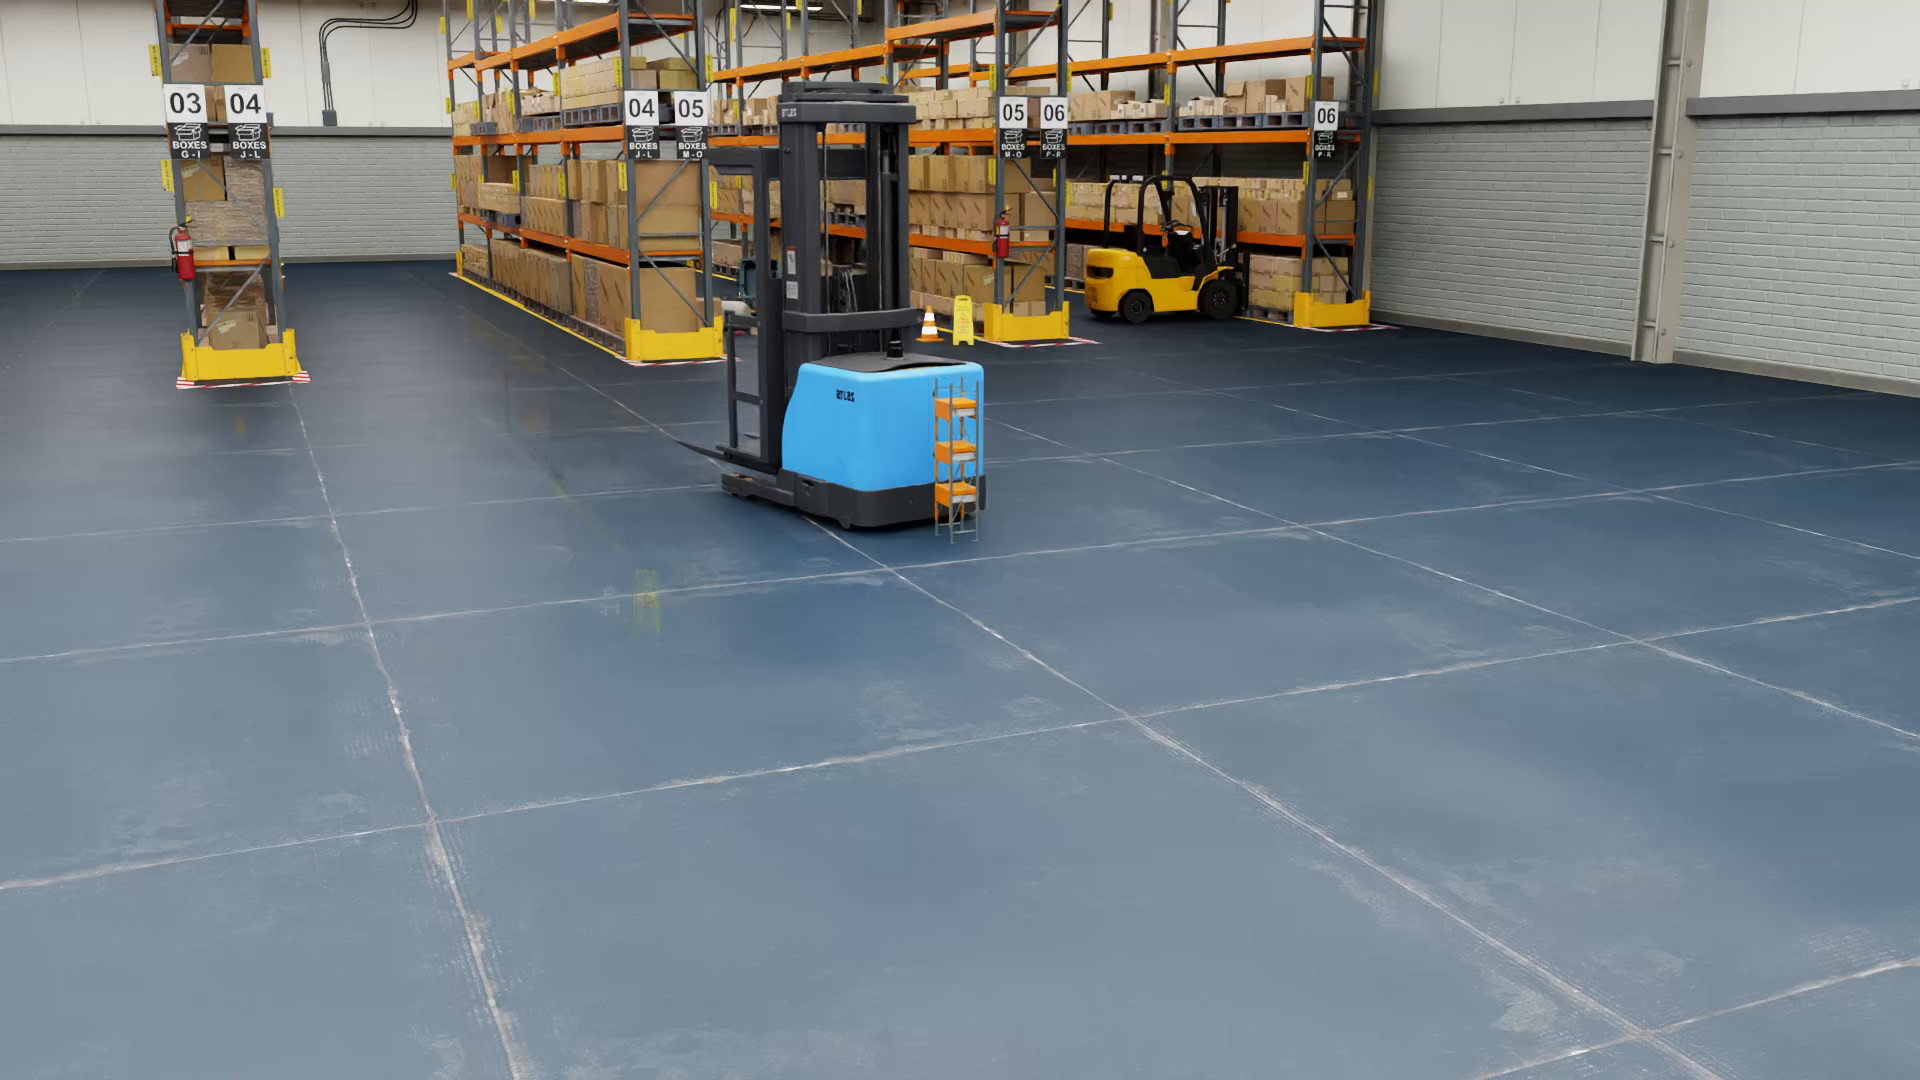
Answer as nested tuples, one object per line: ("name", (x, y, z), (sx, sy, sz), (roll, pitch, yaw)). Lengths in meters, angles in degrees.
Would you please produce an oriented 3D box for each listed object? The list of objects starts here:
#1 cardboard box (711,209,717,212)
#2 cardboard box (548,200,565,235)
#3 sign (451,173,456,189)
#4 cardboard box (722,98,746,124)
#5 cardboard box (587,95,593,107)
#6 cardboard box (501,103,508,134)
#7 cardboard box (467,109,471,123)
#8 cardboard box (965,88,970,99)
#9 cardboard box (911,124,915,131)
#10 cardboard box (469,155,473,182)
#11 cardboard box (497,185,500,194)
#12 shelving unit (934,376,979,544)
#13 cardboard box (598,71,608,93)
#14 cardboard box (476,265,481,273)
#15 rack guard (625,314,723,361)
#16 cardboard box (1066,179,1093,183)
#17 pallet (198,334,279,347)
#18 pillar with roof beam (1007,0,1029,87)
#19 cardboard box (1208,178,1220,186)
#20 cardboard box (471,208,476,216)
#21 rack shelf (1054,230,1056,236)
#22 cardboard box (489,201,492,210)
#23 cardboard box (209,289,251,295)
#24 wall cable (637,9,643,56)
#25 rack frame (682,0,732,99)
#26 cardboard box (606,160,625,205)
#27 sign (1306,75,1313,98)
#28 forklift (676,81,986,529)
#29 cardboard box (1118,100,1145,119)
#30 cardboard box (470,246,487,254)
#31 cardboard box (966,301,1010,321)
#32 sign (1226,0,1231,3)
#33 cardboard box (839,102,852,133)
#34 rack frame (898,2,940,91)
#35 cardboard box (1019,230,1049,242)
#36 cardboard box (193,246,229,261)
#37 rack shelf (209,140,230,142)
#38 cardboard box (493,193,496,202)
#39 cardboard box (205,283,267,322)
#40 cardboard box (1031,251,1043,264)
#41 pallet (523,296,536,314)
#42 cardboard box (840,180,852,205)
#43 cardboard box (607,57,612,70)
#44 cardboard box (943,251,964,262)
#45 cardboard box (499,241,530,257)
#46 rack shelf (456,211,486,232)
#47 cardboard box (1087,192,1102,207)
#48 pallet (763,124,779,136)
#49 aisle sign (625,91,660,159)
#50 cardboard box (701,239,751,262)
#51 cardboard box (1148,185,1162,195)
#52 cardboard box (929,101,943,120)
("cardboard box", (-4.905, -7.123, 34.772), (0.500, 0.500, 0.500), (-5, 14, -21))
("cardboard box", (-5.810, -4.800, 24.734), (0.500, 0.500, 0.500), (-6, 14, -24))
("sign", (-10.458, -7.415, 34.335), (0.100, 0.325, 0.005), (-6, 14, -23))
("cardboard box", (-4.433, -8.724, 33.879), (0.797, 0.503, 0.637), (-4, 14, -19))
("cardboard box", (-4.605, -5.682, 21.519), (0.380, 0.149, 0.250), (-5, 14, -22))
("cardboard box", (-7.430, -7.097, 28.005), (0.500, 0.500, 0.500), (-6, 14, -23))
("cardboard box", (-9.187, -8.136, 31.941), (0.500, 0.250, 0.500), (-5, 14, -21))
("cardboard box", (0.296, -6.140, 22.883), (0.380, 0.149, 0.250), (-6, 14, -23))
("cardboard box", (-0.504, -6.183, 24.837), (0.380, 0.149, 0.250), (-6, 14, -23))
("cardboard box", (-9.198, -7.182, 32.152), (0.500, 0.500, 0.500), (-5, 14, -21))
("cardboard box", (-7.686, -5.982, 28.371), (0.380, 0.149, 0.250), (-5, 14, -21))
("shelving unit", (-0.021, -0.523, 10.799), (0.215, 1.050, 0.252), (-6, 14, -23))
("cardboard box", (-4.203, -5.702, 20.723), (0.500, 0.250, 0.500), (-6, 14, -23))
("cardboard box", (-9.242, -5.295, 32.489), (0.380, 0.149, 0.250), (-6, 14, -23))
("rack guard", (-3.542, -2.514, 20.622), (1.175, 0.500, 0.348), (-6, 14, -23))
("cardboard box", (2.223, -6.680, 31.927), (0.500, 0.500, 0.500), (-5, 14, -20))
("pallet", (-8.945, -2.389, 20.725), (1.003, 0.211, 1.213), (-6, 14, -23))
("pillar with roof beam", (-2.714, -9.892, 33.653), (9.100, 9.000, 0.400), (-6, 14, -23))
("cardboard box", (4.180, -5.686, 26.463), (0.380, 0.149, 0.250), (-6, 14, -24))
("cardboard box", (-9.379, -6.448, 32.633), (0.380, 0.149, 0.250), (-5, 14, -22))
("rack shelf", (1.485, -6.369, 33.332), (1.077, 0.370, 4.000), (-6, 14, -23))
("cardboard box", (-8.094, -5.906, 29.360), (0.380, 0.149, 0.250), (-6, 14, -24))
("cardboard box", (-9.615, -3.036, 21.949), (0.500, 0.500, 0.500), (-6, 14, -25))
("wall cable", (-8.002, -11.583, 40.958), (0.463, 3.000, 0.029), (-6, 14, -23))
("rack frame", (-5.465, -10.433, 35.990), (1.000, 3.000, 0.127), (-6, 14, -23))
("cardboard box", (-3.969, -4.521, 21.024), (0.875, 0.550, 0.550), (-6, 14, -23))
("sign", (4.988, -6.462, 23.696), (0.100, 0.325, 0.005), (-6, 14, -23))
("forklift", (-1.106, -1.778, 12.051), (1.130, 2.935, 3.031), (-10, 16, -36))
("cardboard box", (3.067, -7.437, 28.744), (0.500, 0.311, 0.500), (-6, 14, -25))
("cardboard box", (-9.682, -5.855, 33.588), (0.380, 0.149, 0.250), (-6, 14, -26))
("cardboard box", (0.364, -3.217, 23.284), (0.500, 0.250, 0.500), (-6, 14, -23))
("sign", (4.406, -8.980, 27.290), (0.100, 0.325, 0.005), (-6, 14, -23))
("cardboard box", (-1.624, -7.056, 27.825), (0.797, 0.503, 0.637), (-6, 14, -23))
("rack frame", (-0.919, -10.882, 37.930), (1.000, 3.000, 0.127), (-6, 14, -23))
("cardboard box", (0.997, -4.171, 22.796), (0.380, 0.149, 0.250), (-6, 14, -23))
("cardboard box", (-8.440, -3.227, 18.718), (0.380, 0.149, 0.250), (-6, 14, -23))
("rack shelf", (-12.142, -6.486, 27.186), (1.077, 0.370, 4.000), (-6, 14, -23))
("cardboard box", (-7.890, -5.944, 28.864), (0.380, 0.149, 0.250), (-5, 14, -22))
("cardboard box", (-9.965, -3.261, 22.876), (0.700, 0.500, 0.500), (-7, 15, -27))
("cardboard box", (1.729, -5.465, 32.444), (0.500, 0.500, 0.500), (-6, 14, -24))
("pallet", (-6.509, -3.861, 27.084), (1.003, 0.211, 1.213), (-6, 14, -23))
("cardboard box", (-1.665, -5.821, 27.558), (0.500, 0.500, 0.500), (-6, 14, -25))
("cardboard box", (-4.096, -5.808, 20.295), (0.380, 0.149, 0.250), (-6, 14, -23))
("cardboard box", (-0.026, -4.069, 23.865), (0.380, 0.149, 0.250), (-5, 14, -21))
("cardboard box", (-7.888, -5.176, 29.530), (0.500, 0.250, 0.500), (-5, 14, -21))
("rack shelf", (-9.159, -6.278, 32.940), (1.077, 0.370, 4.000), (-6, 14, -23))
("cardboard box", (2.632, -6.150, 30.013), (0.500, 0.250, 0.500), (-6, 14, -24))
("pallet", (-3.018, -7.586, 30.759), (1.003, 0.211, 1.213), (-5, 14, -20))
("aisle sign", (-3.798, -4.961, 19.888), (0.394, 0.787, 0.004), (-6, 14, -23))
("cardboard box", (-5.109, -6.339, 36.358), (0.875, 0.438, 0.875), (-6, 14, -25))
("cardboard box", (3.428, -5.947, 28.252), (0.380, 0.149, 0.250), (-6, 14, -24))
("cardboard box", (-0.125, -6.134, 23.741), (0.500, 0.250, 0.500), (-5, 14, -22))
